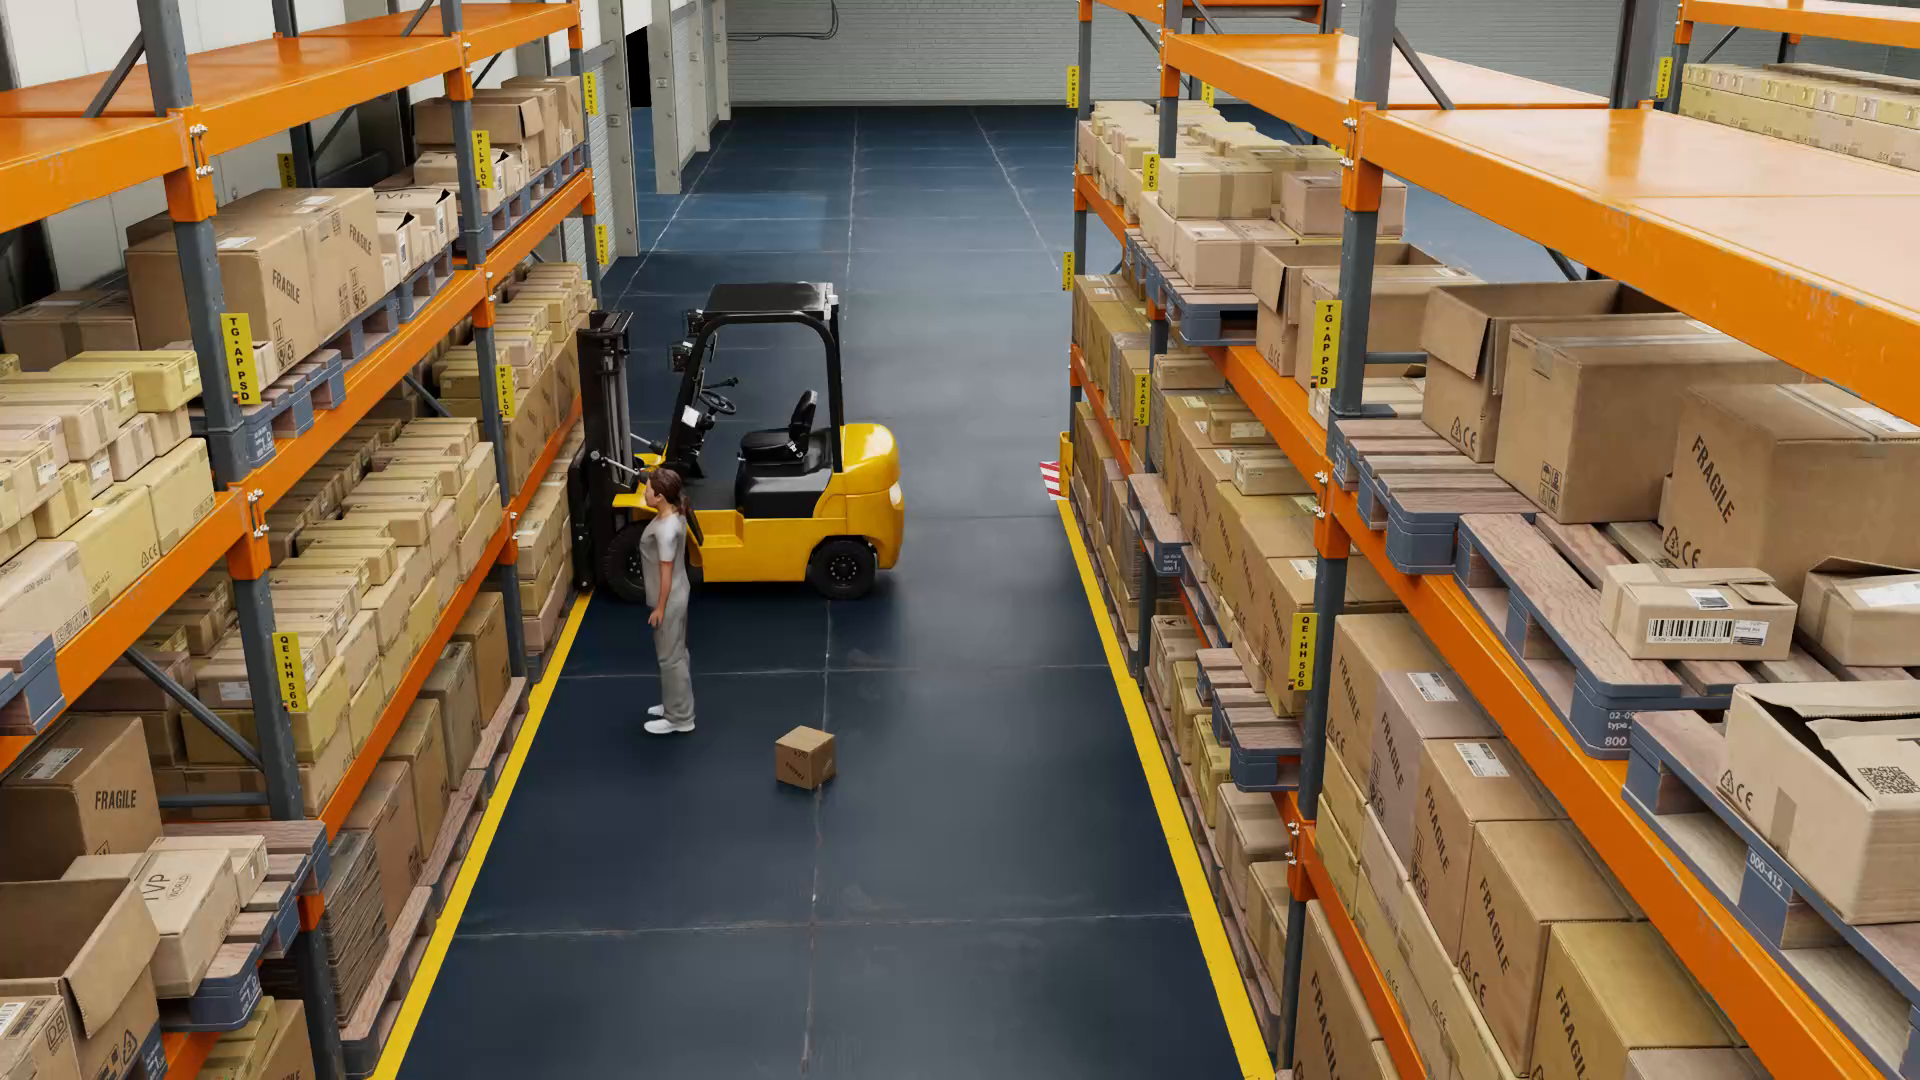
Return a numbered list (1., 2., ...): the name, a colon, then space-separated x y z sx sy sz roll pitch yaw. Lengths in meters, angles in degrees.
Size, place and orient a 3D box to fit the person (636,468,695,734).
1. person: -1.781 0.377 10.094 0.388 1.698 0.443 -1 20 -2
